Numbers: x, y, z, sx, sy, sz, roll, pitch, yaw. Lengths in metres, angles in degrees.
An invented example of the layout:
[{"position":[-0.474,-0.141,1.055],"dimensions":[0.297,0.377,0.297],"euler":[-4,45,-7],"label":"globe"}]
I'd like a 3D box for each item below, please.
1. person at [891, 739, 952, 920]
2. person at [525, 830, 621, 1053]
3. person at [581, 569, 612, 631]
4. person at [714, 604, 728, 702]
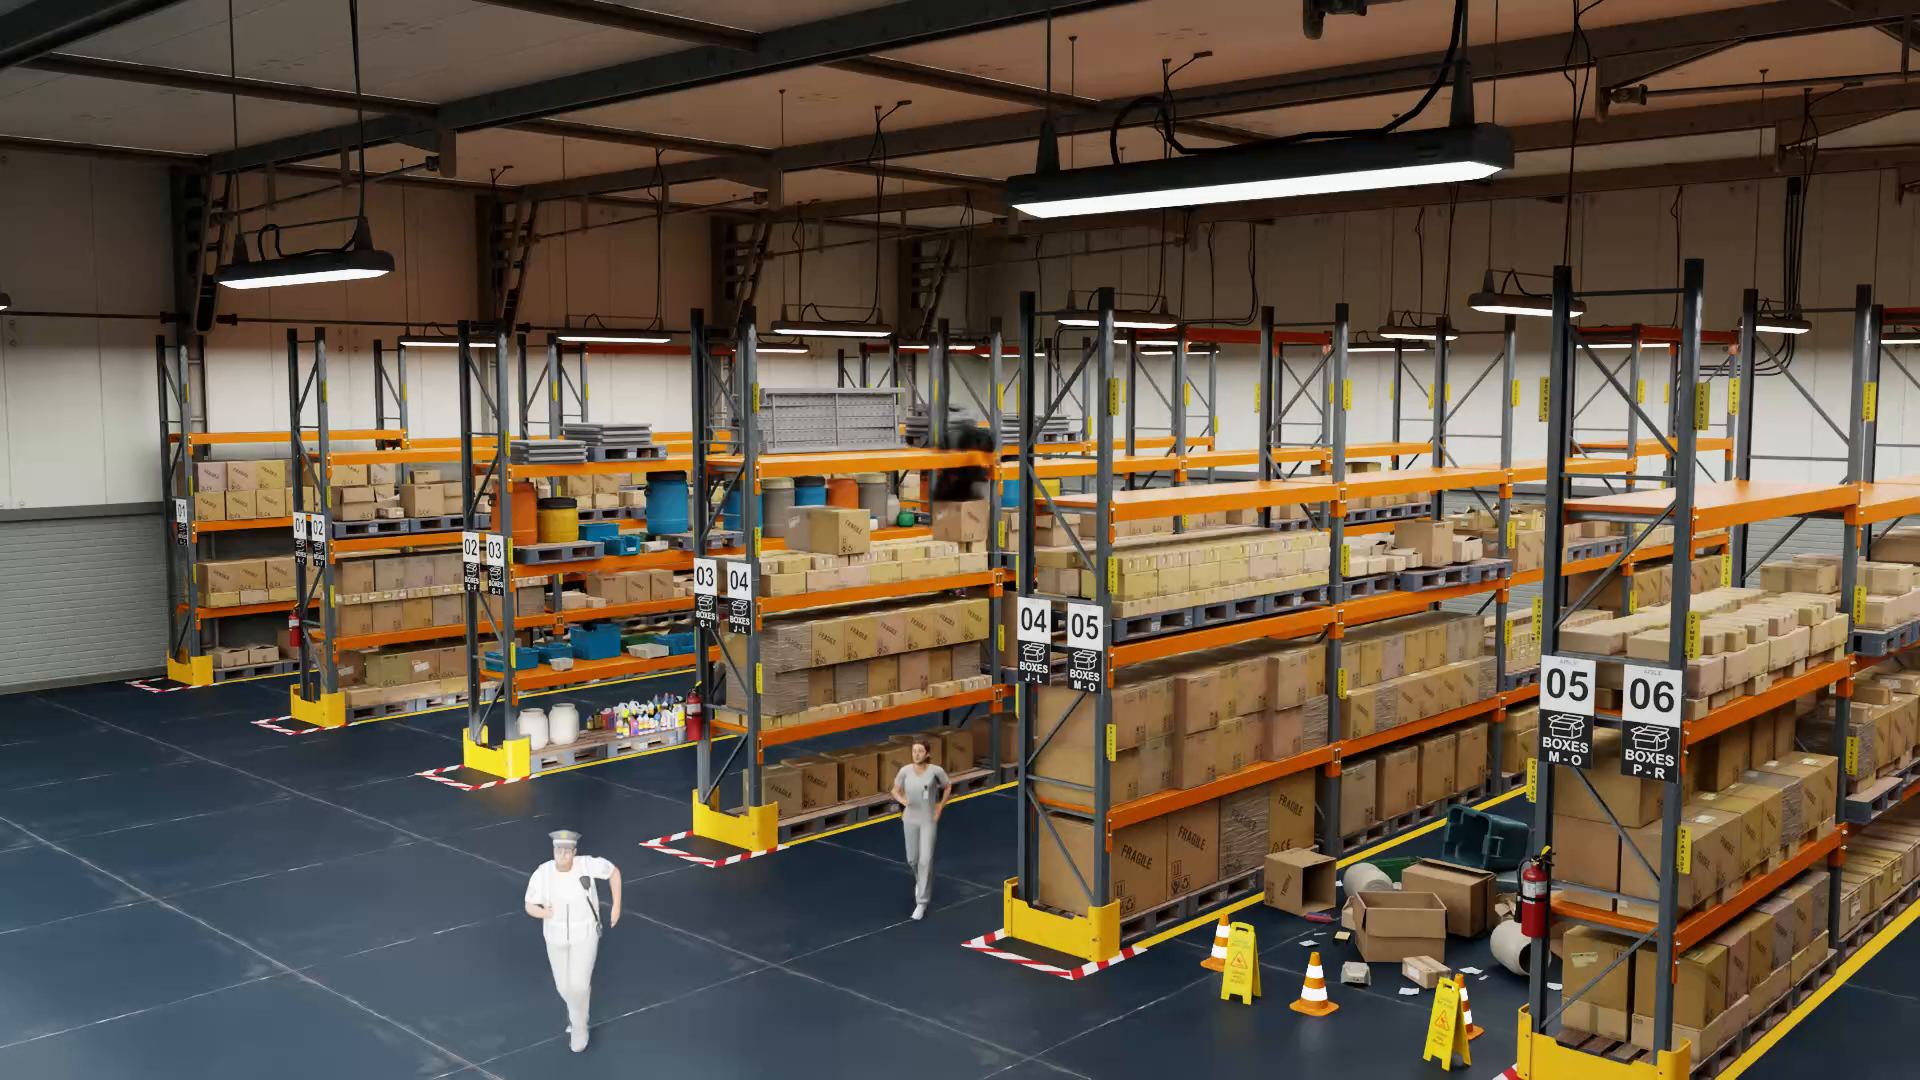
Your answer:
[{"position":[-0.391,2.789,16.367],"dimensions":[0.586,1.688,0.860],"euler":[1,5,10],"label":"person"},{"position":[-3.000,3.083,12.894],"dimensions":[0.694,1.767,0.830],"euler":[0,5,-3],"label":"person"},{"position":[-6.823,1.427,31.416],"dimensions":[0.749,1.557,0.869],"euler":[5,8,44],"label":"person"},{"position":[-3.854,1.755,27.173],"dimensions":[0.675,1.746,0.875],"euler":[5,7,41],"label":"person"}]
